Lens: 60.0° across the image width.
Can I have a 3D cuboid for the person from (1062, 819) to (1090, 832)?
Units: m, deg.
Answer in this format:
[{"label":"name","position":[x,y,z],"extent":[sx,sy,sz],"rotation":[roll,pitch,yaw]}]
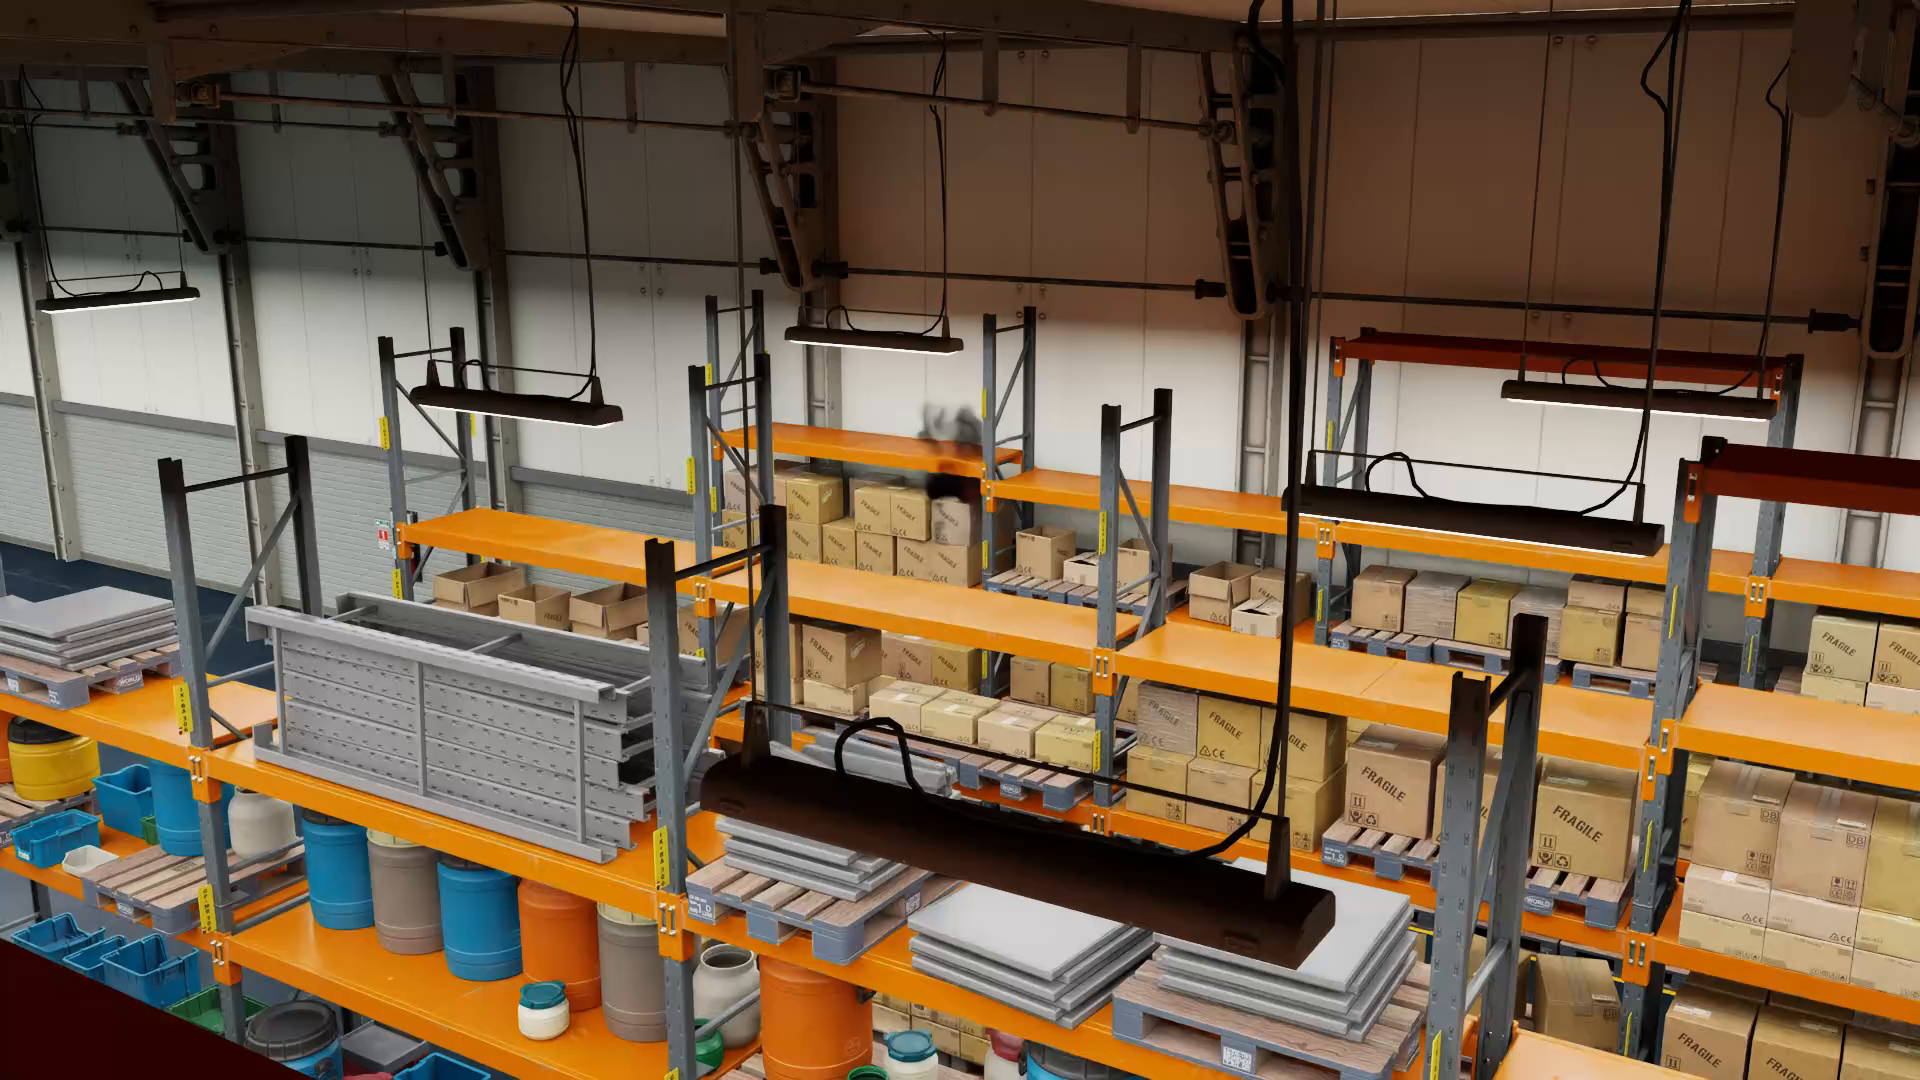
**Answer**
[{"label":"person","position":[1.142,3.352,16.128],"extent":[0.764,1.741,0.717],"rotation":[8,16,28]}]
